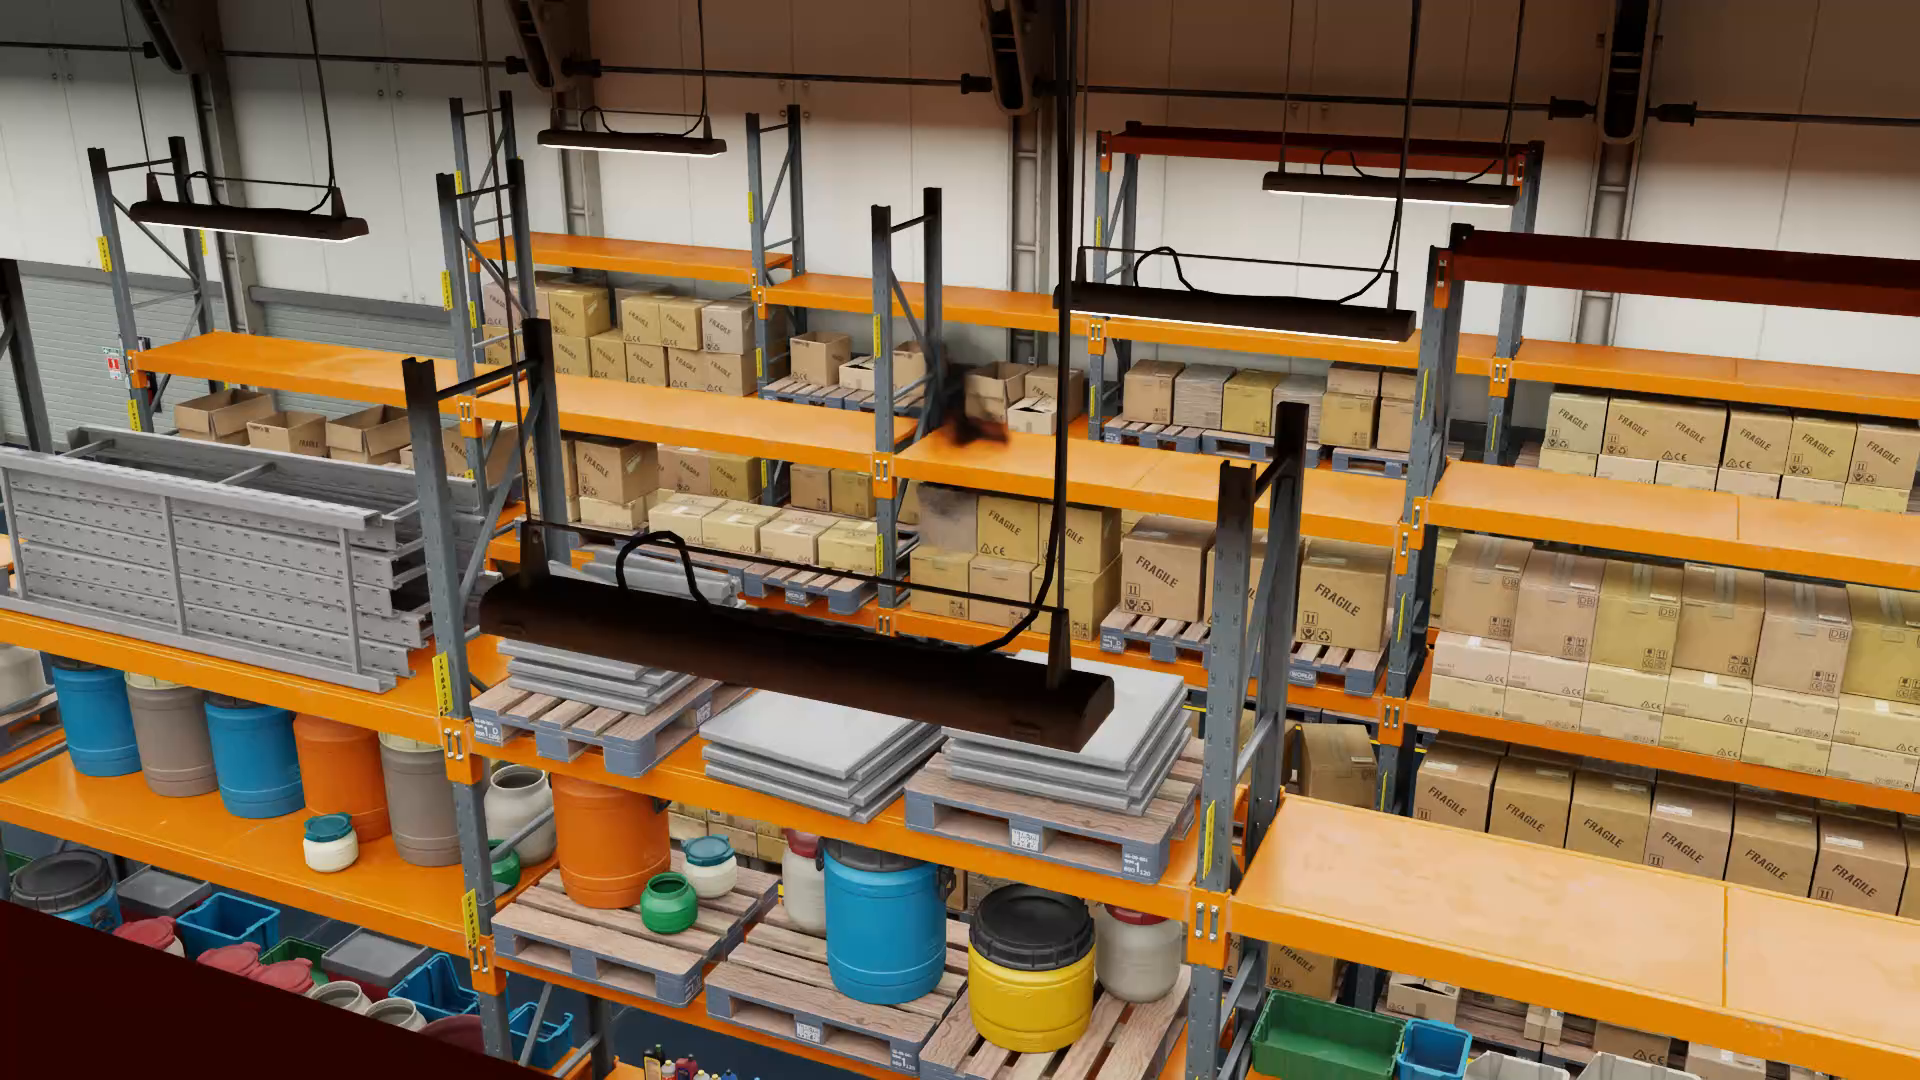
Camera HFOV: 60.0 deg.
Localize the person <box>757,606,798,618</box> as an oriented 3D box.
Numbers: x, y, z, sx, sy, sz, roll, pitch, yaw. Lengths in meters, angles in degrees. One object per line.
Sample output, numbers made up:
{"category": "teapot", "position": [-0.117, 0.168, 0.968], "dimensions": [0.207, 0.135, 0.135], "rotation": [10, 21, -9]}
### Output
{"category": "person", "position": [-1.877, 1.070, 17.070], "dimensions": [0.819, 1.732, 0.715], "rotation": [5, 21, 13]}
